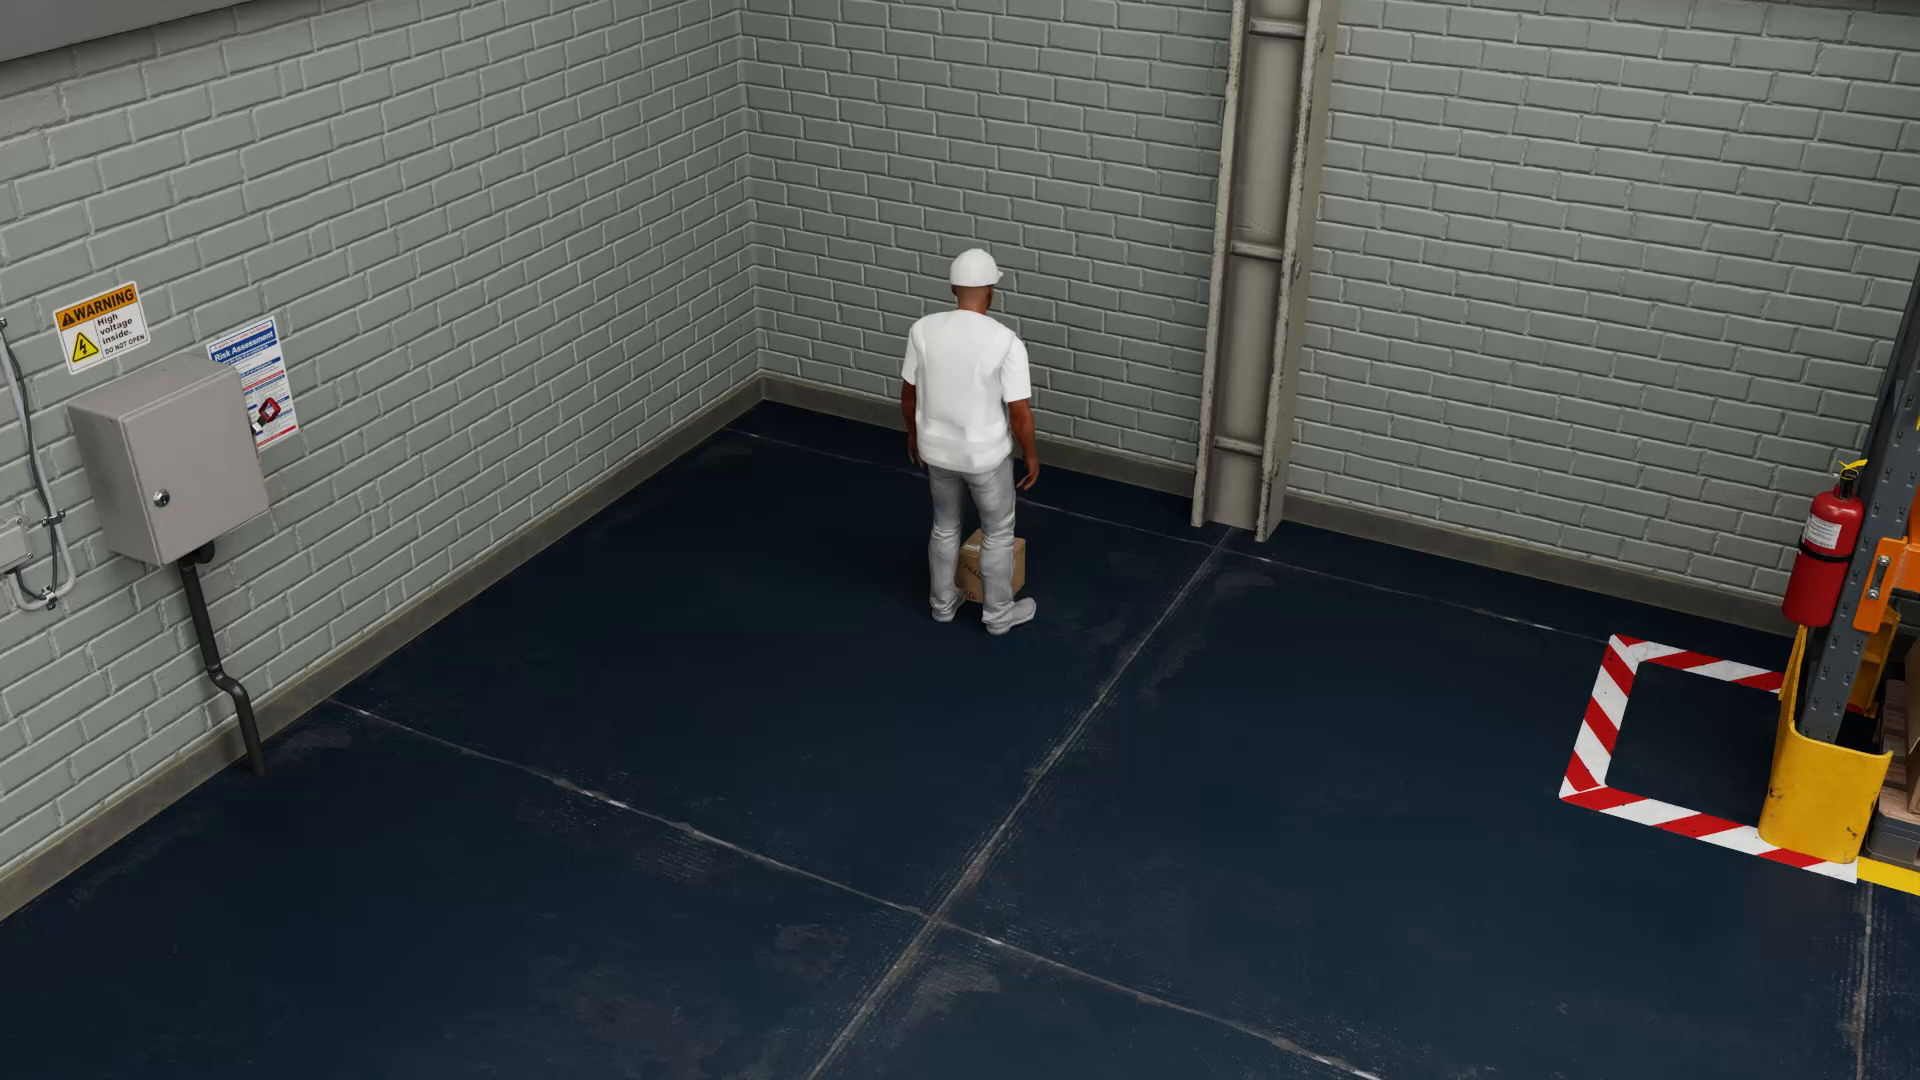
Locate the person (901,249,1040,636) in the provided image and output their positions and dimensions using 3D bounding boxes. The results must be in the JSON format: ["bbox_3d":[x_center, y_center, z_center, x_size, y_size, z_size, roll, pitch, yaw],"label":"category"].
[{"bbox_3d":[0.051,-0.419,7.340,0.634,1.760,0.463,14,33,22],"label":"person"}]
